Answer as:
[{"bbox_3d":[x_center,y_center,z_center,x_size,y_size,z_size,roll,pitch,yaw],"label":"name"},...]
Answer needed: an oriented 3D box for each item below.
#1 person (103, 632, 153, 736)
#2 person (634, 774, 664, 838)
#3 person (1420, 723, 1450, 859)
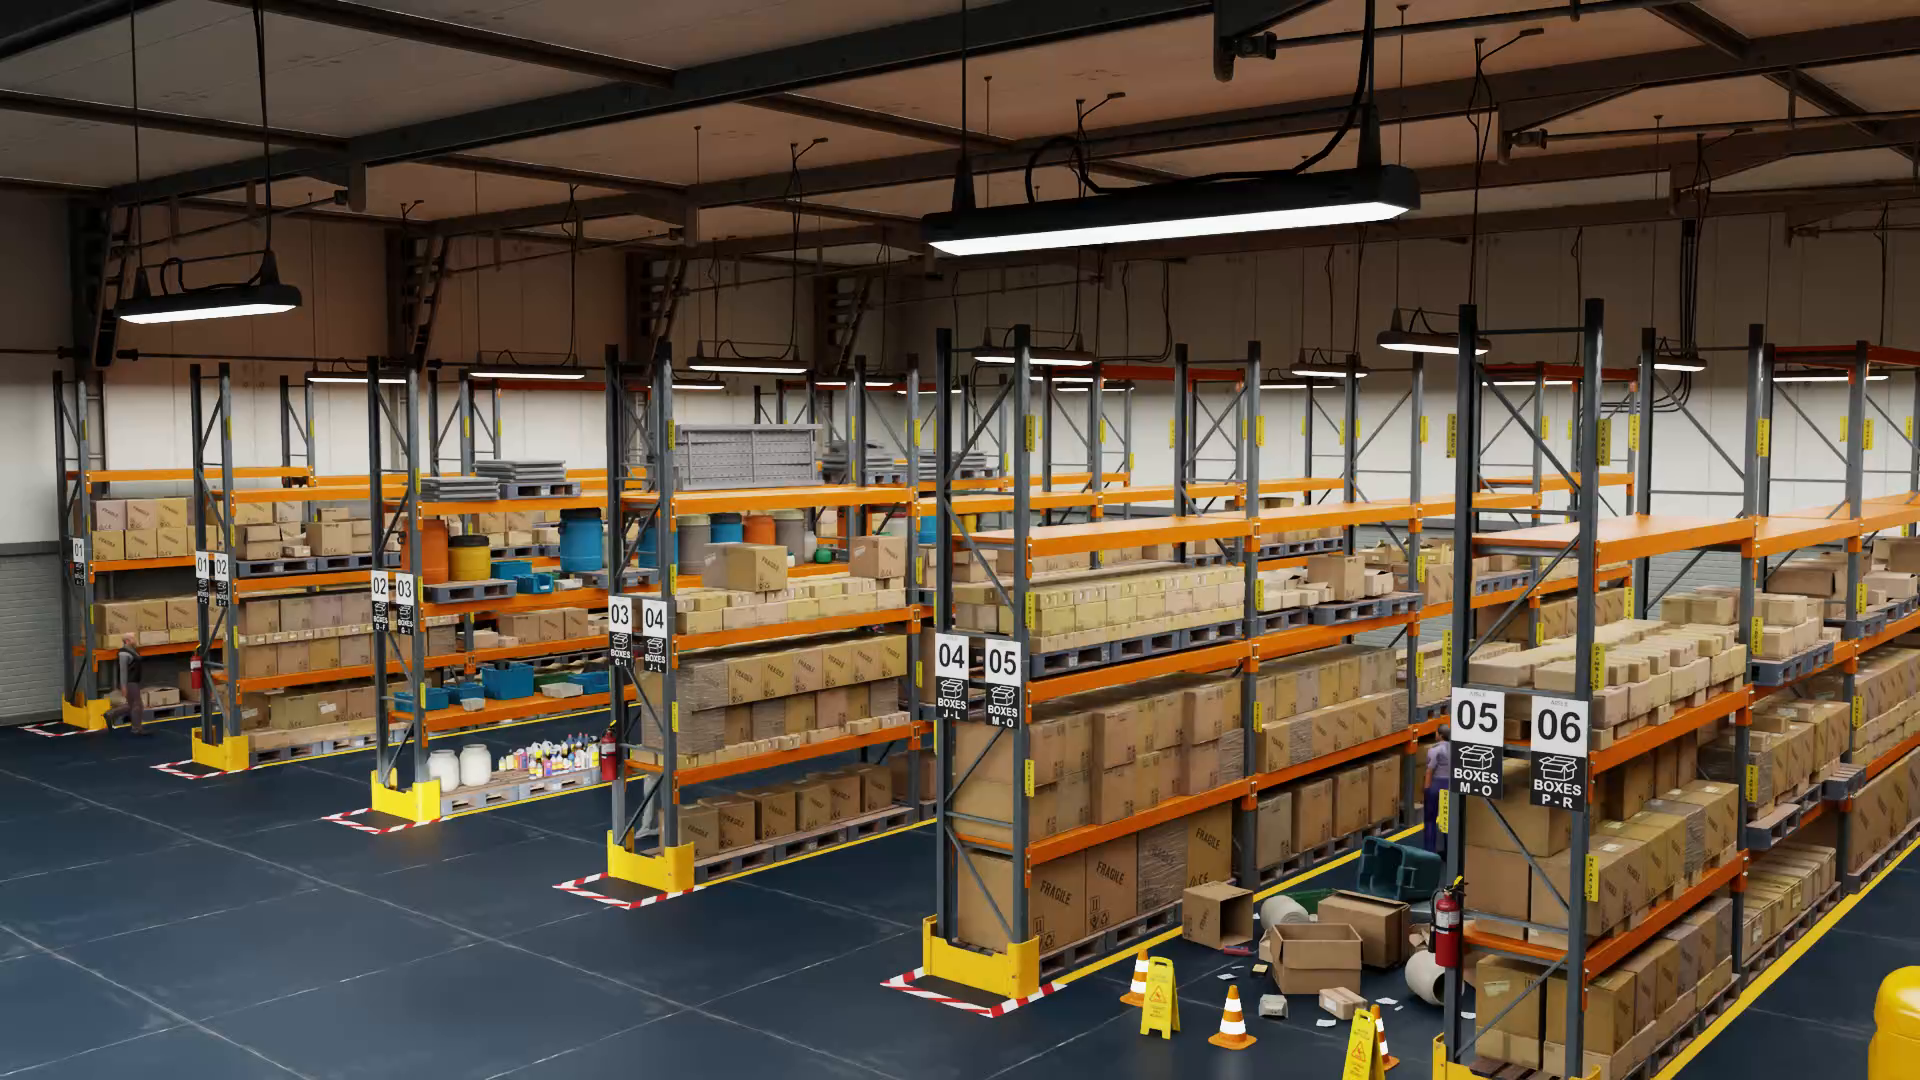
[{"bbox_3d":[-13.646,2.354,27.208,0.763,1.698,0.542,-1,4,-19],"label":"person"},{"bbox_3d":[-3.761,2.843,20.643,0.380,1.709,0.589,4,6,42],"label":"person"},{"bbox_3d":[5.633,2.948,19.476,0.507,1.643,0.557,0,4,2],"label":"person"}]
